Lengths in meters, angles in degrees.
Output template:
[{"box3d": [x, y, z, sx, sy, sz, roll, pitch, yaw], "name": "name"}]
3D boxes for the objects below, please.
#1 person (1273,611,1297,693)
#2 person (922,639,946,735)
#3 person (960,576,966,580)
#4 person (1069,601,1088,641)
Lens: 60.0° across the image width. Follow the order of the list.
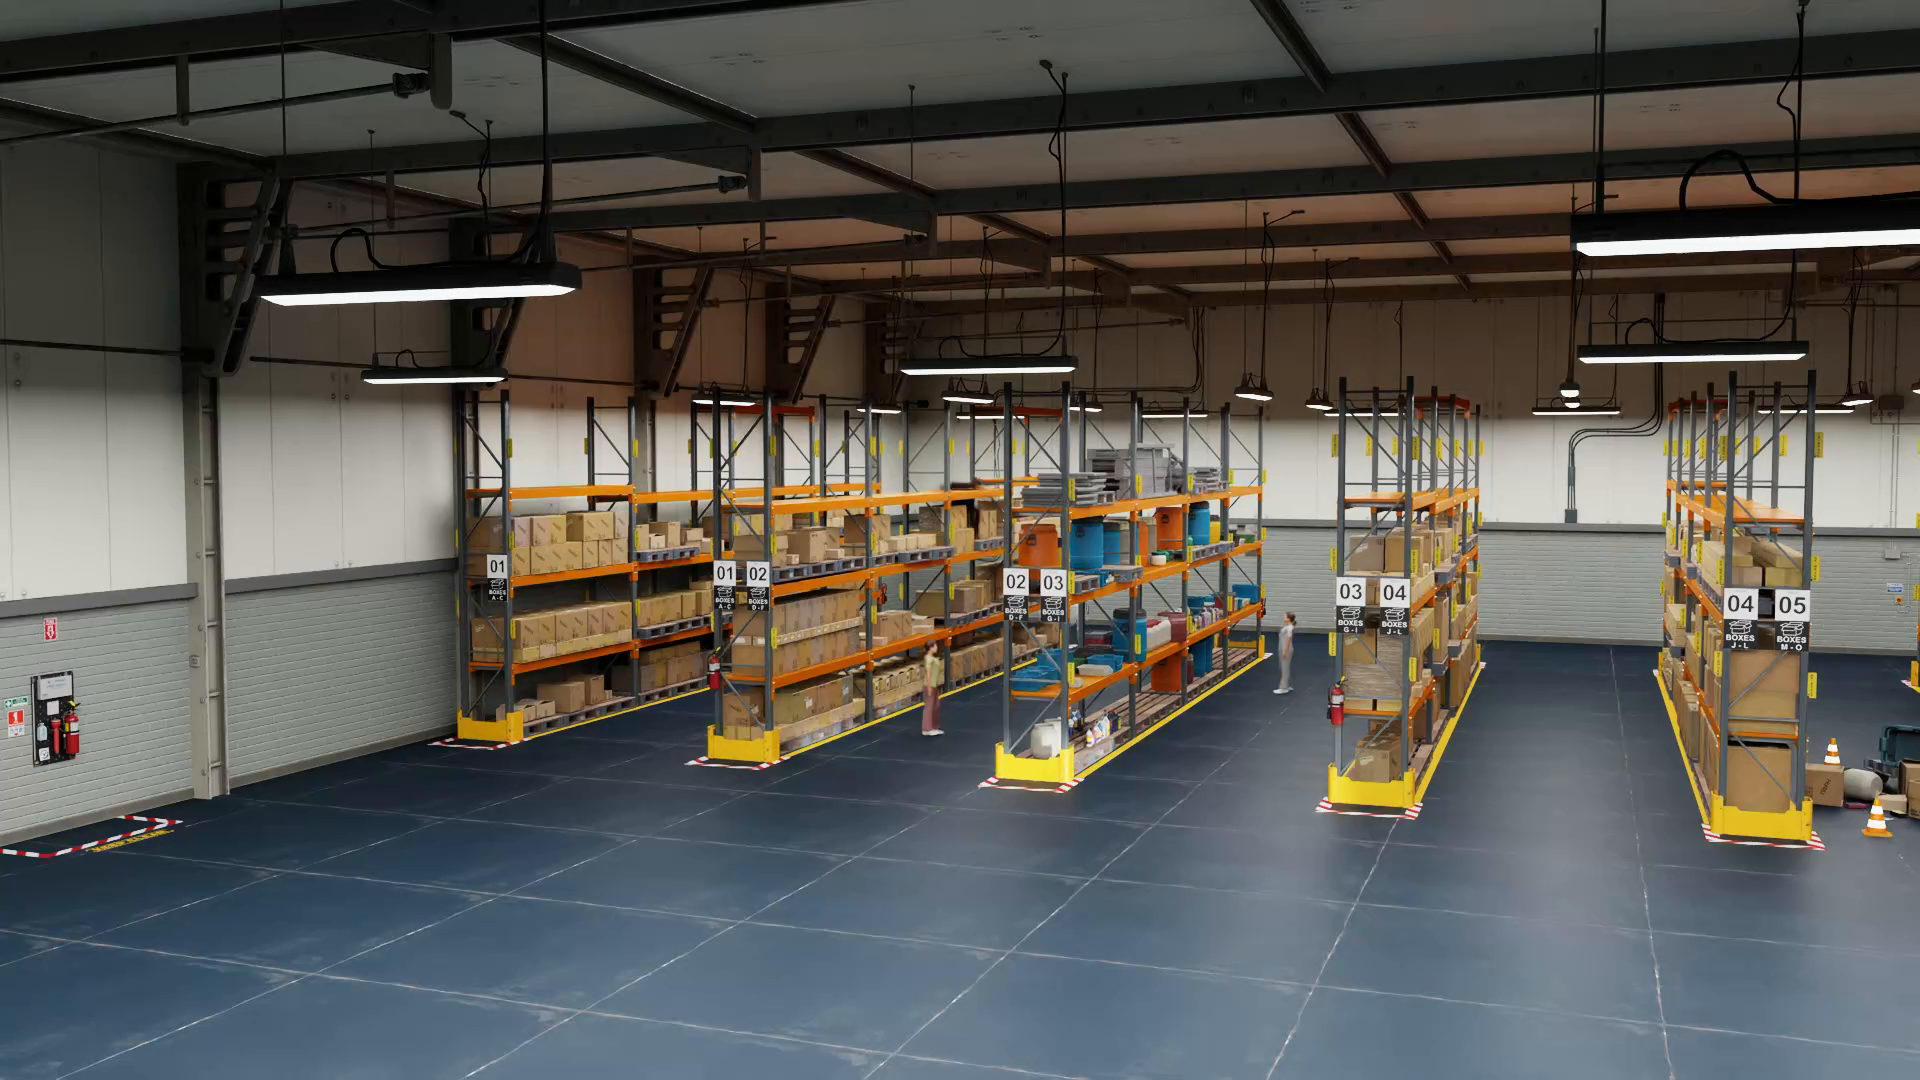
[{"box3d": [6.656, 2.300, 34.140, 0.543, 1.671, 0.468, -1, 3, -16], "name": "person"}, {"box3d": [-0.464, 2.587, 29.024, 0.429, 1.709, 0.503, 0, 3, 2], "name": "person"}, {"box3d": [0.128, 1.773, 43.681, 0.497, 1.674, 0.495, 2, 4, 27], "name": "person"}, {"box3d": [3.017, 1.738, 43.049, 0.571, 1.759, 0.692, -2, 4, -29], "name": "person"}]
